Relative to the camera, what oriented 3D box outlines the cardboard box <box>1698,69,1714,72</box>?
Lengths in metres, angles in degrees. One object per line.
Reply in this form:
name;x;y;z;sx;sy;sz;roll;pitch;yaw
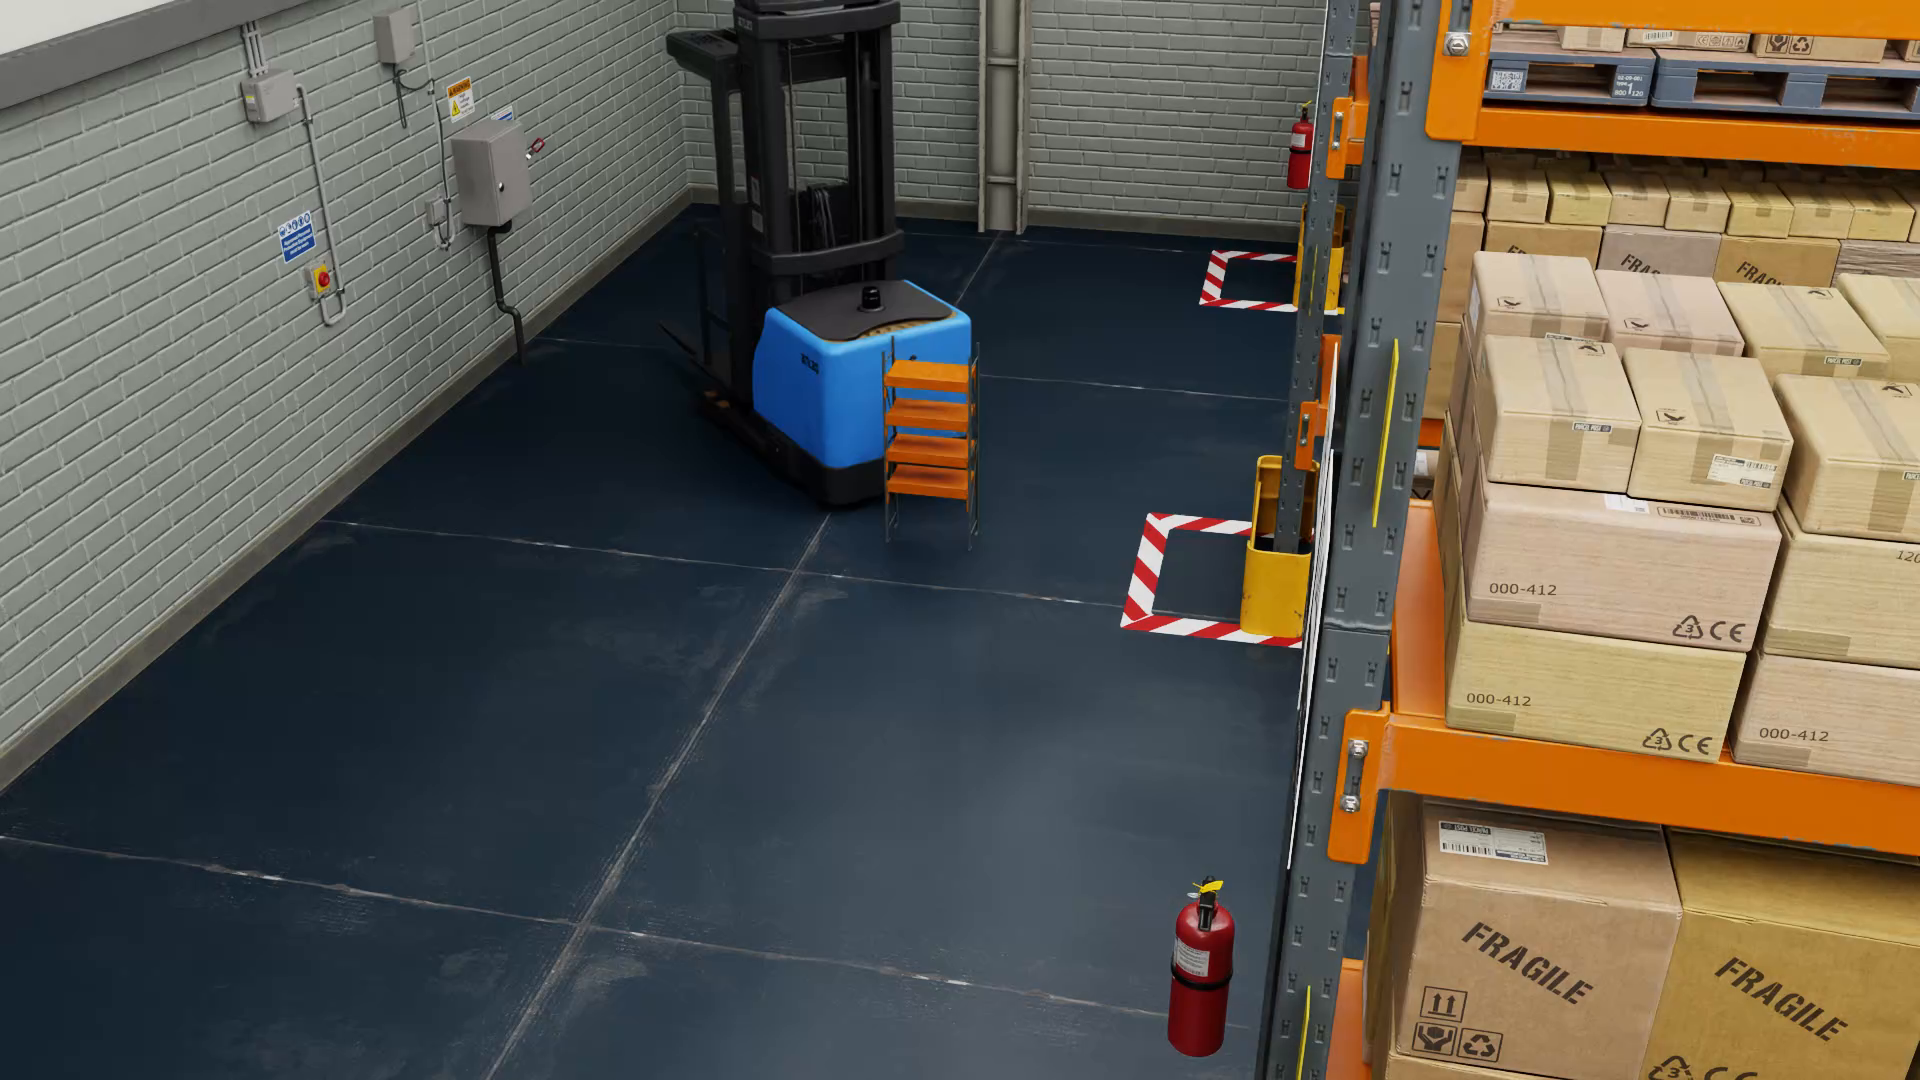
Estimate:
cardboard box;5.342;-3.676;12.406;0.500;0.500;0.500;5;29;9

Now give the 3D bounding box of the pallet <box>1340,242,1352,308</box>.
pallet;3.685;-2.099;13.364;1.213;0.211;1.003;6;29;11

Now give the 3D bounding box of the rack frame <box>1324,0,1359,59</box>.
rack frame;1.798;-3.709;7.154;0.127;3.000;1.000;6;29;11

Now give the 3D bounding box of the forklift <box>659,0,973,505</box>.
forklift;-1.125;-2.164;10.650;1.130;2.935;3.031;-17;33;-28

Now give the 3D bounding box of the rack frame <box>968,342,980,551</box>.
rack frame;0.077;-0.518;9.448;0.015;1.200;0.240;6;29;11

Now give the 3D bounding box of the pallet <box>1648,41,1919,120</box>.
pallet;3.722;-2.163;7.547;1.213;0.211;1.003;6;29;11

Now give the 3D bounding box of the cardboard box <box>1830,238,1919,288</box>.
cardboard box;4.196;-1.178;7.632;0.500;0.500;0.500;6;29;11

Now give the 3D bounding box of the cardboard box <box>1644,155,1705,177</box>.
cardboard box;3.450;-1.800;8.094;0.250;0.149;0.380;7;29;12

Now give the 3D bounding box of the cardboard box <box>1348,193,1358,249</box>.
cardboard box;3.409;-2.392;13.158;0.637;0.503;0.797;5;29;9

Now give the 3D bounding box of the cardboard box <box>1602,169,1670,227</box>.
cardboard box;3.118;-1.587;7.704;0.250;0.149;0.380;6;29;11

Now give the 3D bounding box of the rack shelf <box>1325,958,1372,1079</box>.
rack shelf;2.819;1.773;4.136;4.000;0.370;1.077;6;29;11

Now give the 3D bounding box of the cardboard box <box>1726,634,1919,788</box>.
cardboard box;1.763;0.227;3.244;0.500;0.250;0.500;7;29;12

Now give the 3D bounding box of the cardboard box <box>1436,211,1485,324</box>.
cardboard box;2.208;-1.378;7.998;0.500;0.500;0.500;5;29;9

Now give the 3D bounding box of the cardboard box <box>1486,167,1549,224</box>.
cardboard box;2.589;-1.606;7.739;0.250;0.149;0.380;7;29;12

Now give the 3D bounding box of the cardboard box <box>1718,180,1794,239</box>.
cardboard box;3.595;-1.503;7.552;0.250;0.149;0.380;5;29;9

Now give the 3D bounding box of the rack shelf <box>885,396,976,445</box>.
rack shelf;-0.162;-0.680;9.417;0.480;0.148;0.258;6;29;11

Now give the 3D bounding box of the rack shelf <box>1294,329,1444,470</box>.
rack shelf;3.754;-0.561;8.401;4.000;0.370;1.077;6;29;11

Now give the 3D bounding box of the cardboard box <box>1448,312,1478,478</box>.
cardboard box;1.367;-0.285;3.659;0.500;0.250;0.500;5;29;9

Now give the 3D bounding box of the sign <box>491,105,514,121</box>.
sign;-3.239;-2.815;11.867;0.001;0.494;0.329;6;29;11

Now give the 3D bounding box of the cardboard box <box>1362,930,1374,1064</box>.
cardboard box;1.241;1.268;4.573;0.250;0.149;0.380;6;29;11

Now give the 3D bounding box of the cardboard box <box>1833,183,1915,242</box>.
cardboard box;4.105;-1.483;7.514;0.250;0.149;0.380;5;29;9

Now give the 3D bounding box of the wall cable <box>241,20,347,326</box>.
wall cable;-3.721;-2.091;9.356;0.123;1.953;0.585;6;29;11

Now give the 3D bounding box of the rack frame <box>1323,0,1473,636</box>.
rack frame;0.863;-1.374;2.889;0.127;3.000;1.000;6;29;11

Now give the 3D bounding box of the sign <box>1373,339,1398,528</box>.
sign;0.750;-0.187;2.934;0.005;0.325;0.100;6;29;11

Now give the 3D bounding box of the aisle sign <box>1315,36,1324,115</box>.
aisle sign;1.792;-2.371;8.249;0.004;0.787;0.394;6;29;11

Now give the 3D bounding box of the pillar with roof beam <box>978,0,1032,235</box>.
pillar with roof beam;-0.517;-4.712;8.987;0.400;9.000;9.100;6;29;11

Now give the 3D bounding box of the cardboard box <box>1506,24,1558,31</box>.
cardboard box;2.684;-2.504;7.796;0.250;0.149;0.380;4;29;7

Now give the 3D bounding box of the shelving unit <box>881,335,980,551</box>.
shelving unit;-0.162;-0.543;9.492;0.503;1.200;0.258;6;29;11

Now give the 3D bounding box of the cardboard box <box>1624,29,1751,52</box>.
cardboard box;3.251;-2.409;7.454;0.500;0.311;0.500;6;29;11

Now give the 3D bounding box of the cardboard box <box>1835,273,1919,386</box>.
cardboard box;2.002;-0.420;3.490;0.250;0.149;0.380;6;29;11

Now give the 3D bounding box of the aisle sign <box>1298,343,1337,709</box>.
aisle sign;0.854;-0.031;3.976;0.004;0.787;0.394;6;29;11

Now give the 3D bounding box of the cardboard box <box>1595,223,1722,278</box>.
cardboard box;3.220;-1.281;7.822;0.500;0.500;0.500;6;29;10

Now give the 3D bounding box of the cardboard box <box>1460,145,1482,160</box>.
cardboard box;2.444;-1.888;8.255;0.250;0.149;0.380;6;29;11

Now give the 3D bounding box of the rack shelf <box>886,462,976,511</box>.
rack shelf;-0.162;-0.310;9.620;0.480;0.148;0.258;6;29;11

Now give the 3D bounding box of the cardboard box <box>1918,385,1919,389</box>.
cardboard box;1.866;-0.127;2.955;0.250;0.149;0.380;6;29;11

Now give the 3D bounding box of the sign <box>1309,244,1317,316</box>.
sign;1.676;-1.232;7.893;0.005;0.325;0.100;6;29;11

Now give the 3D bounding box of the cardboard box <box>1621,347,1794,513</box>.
cardboard box;1.378;-0.213;3.113;0.250;0.149;0.380;7;29;13

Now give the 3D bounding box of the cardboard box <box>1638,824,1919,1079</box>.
cardboard box;1.742;0.862;3.597;0.500;0.500;0.500;7;29;12

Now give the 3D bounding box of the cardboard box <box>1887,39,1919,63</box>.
cardboard box;4.384;-2.386;7.211;0.637;0.503;0.797;8;30;14

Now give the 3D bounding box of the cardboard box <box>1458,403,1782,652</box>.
cardboard box;1.248;-0.045;3.220;0.500;0.250;0.500;6;29;11

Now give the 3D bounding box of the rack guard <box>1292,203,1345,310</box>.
rack guard;2.905;-2.305;13.439;0.348;0.500;1.175;6;29;11

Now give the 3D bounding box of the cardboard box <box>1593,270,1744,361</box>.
cardboard box;1.475;-0.431;3.510;0.250;0.149;0.380;6;29;11

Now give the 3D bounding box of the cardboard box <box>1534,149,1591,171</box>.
cardboard box;2.952;-1.857;8.198;0.250;0.149;0.380;7;29;12

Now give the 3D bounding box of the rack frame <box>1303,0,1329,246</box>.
rack frame;2.831;-3.409;12.853;0.127;3.000;1.000;6;29;11

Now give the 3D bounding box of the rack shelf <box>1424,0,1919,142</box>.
rack shelf;2.819;-0.857;2.696;4.000;0.370;1.077;6;29;11

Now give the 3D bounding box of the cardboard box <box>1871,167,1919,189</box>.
cardboard box;4.458;-1.715;7.938;0.250;0.149;0.380;5;29;9

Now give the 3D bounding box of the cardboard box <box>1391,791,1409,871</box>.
cardboard box;1.363;0.574;4.124;0.500;0.500;0.500;5;29;10

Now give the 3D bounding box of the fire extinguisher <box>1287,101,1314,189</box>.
fire extinguisher;2.590;-3.009;12.592;0.183;0.674;0.296;6;29;11

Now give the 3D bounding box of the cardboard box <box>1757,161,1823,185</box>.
cardboard box;3.970;-1.758;8.017;0.250;0.149;0.380;6;29;11

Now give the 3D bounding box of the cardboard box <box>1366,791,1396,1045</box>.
cardboard box;1.356;1.007;4.373;0.500;0.500;0.500;6;29;12
